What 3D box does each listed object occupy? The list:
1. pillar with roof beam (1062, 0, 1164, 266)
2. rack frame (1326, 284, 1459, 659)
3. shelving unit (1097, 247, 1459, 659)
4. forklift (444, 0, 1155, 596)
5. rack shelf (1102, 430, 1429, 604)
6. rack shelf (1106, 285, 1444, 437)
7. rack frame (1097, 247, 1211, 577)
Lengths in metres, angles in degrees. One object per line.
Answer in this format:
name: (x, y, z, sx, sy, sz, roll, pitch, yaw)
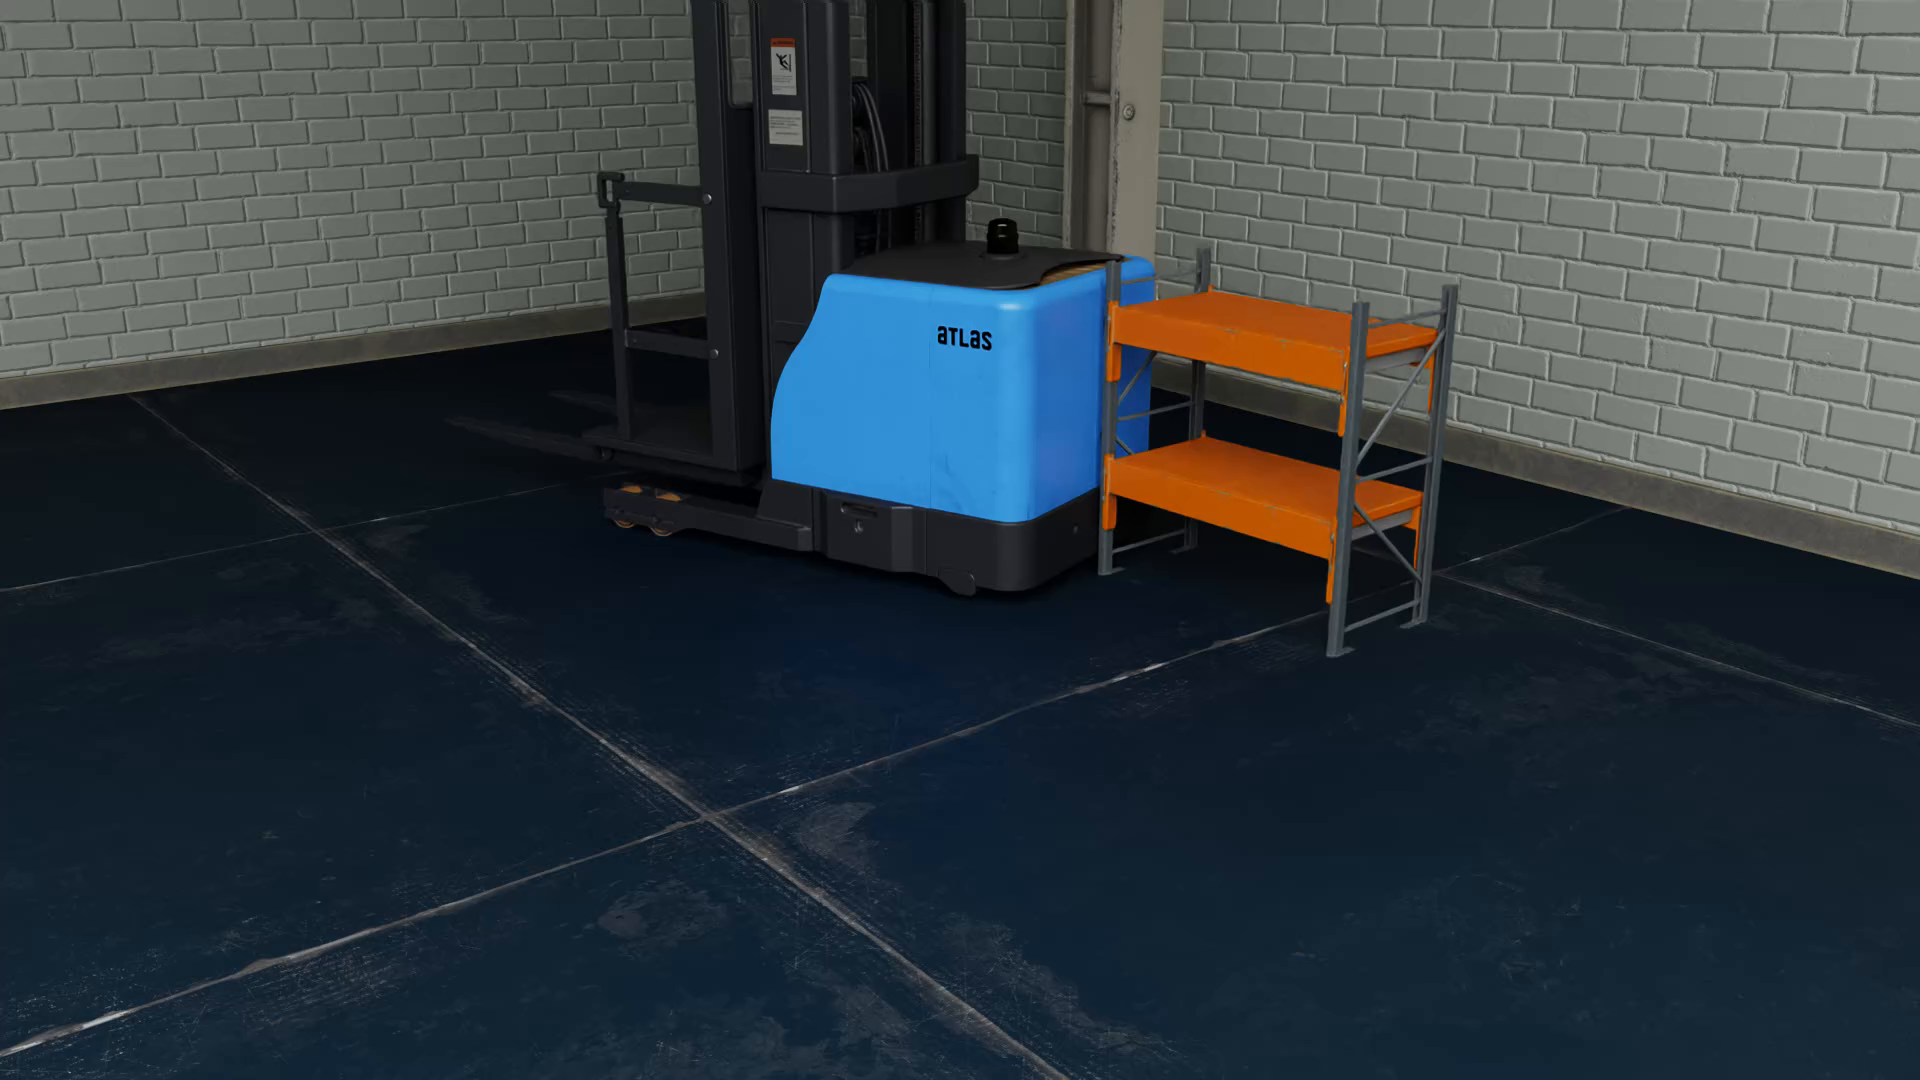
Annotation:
pillar with roof beam: (-2.600, -4.281, 4.977, 9.100, 9.000, 0.400, -14, 23, -36)
rack frame: (1.356, -0.214, 5.219, 0.500, 1.125, 0.032, -15, 24, -38)
shelving unit: (1.026, -0.335, 5.586, 0.538, 1.125, 1.048, -15, 24, -38)
forklift: (-0.791, -1.531, 6.323, 3.031, 2.935, 1.130, 11, 21, 31)
rack shelf: (1.026, -0.103, 5.662, 0.538, 0.278, 1.000, -15, 24, -38)
rack shelf: (1.026, -0.613, 5.494, 0.538, 0.278, 1.000, -15, 24, -38)
rack frame: (0.695, -0.457, 5.953, 0.500, 1.125, 0.032, -15, 24, -38)
